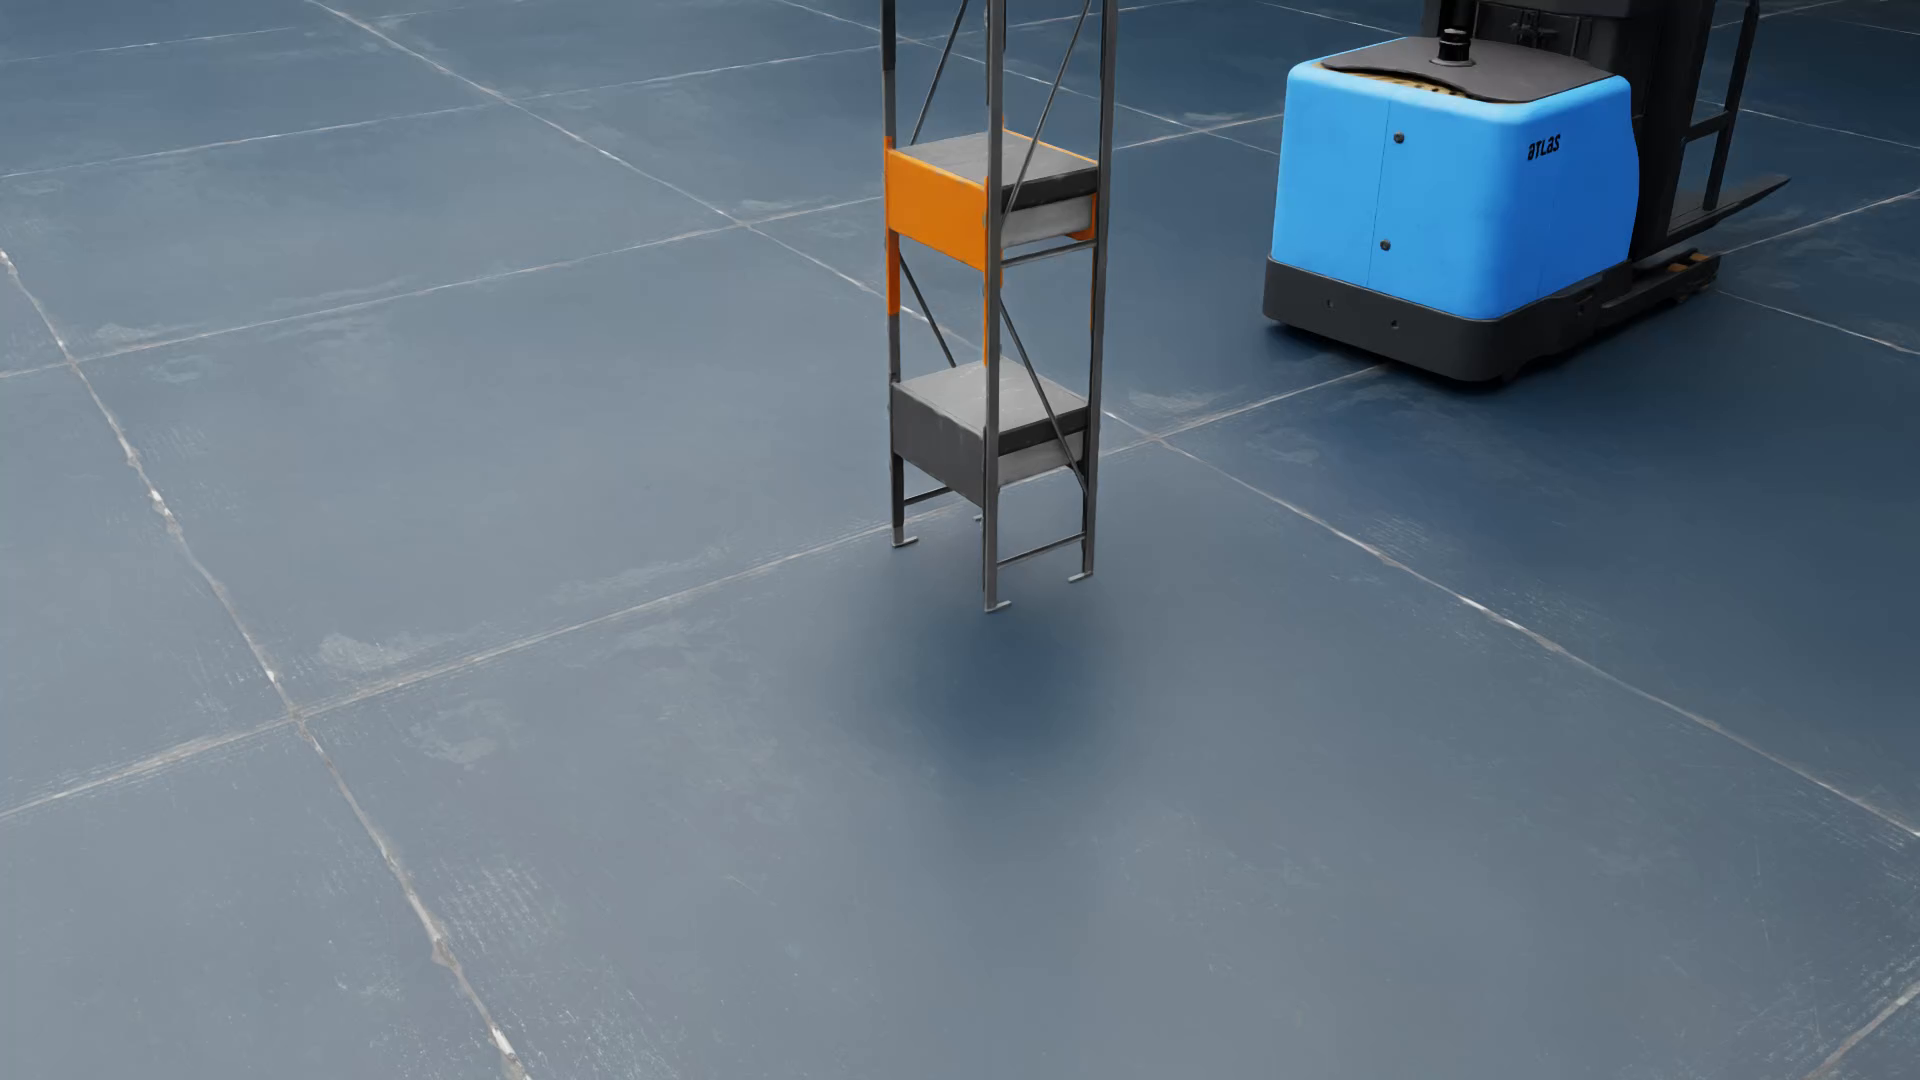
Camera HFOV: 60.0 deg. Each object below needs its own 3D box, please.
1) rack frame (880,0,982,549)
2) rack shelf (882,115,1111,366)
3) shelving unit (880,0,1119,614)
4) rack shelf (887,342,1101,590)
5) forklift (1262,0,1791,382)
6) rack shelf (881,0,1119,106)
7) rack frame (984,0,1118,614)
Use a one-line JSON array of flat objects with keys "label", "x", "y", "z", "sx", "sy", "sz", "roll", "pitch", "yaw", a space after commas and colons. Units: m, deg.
[{"label": "rack frame", "x": -0.046, "y": -0.953, "z": 4.805, "sx": 0.400, "sy": 2.100, "sz": 0.015, "roll": -19, "pitch": 34, "yaw": -31}, {"label": "rack shelf", "x": 0.096, "y": -0.846, "z": 4.637, "sx": 0.431, "sy": 0.518, "sz": 0.480, "roll": -19, "pitch": 34, "yaw": -31}, {"label": "shelving unit", "x": 0.096, "y": -0.858, "z": 4.630, "sx": 0.431, "sy": 2.100, "sz": 0.503, "roll": -19, "pitch": 34, "yaw": -31}, {"label": "rack shelf", "x": 0.096, "y": -0.231, "z": 4.971, "sx": 0.431, "sy": 0.518, "sz": 0.480, "roll": -19, "pitch": 34, "yaw": -31}, {"label": "forklift", "x": 2.662, "y": -2.466, "z": 6.720, "sx": 3.031, "sy": 2.935, "sz": 1.130, "roll": -24, "pitch": 37, "yaw": -37}, {"label": "rack shelf", "x": 0.096, "y": -1.461, "z": 4.303, "sx": 0.431, "sy": 0.518, "sz": 0.480, "roll": -19, "pitch": 34, "yaw": -31}, {"label": "rack frame", "x": 0.238, "y": -0.763, "z": 4.456, "sx": 0.400, "sy": 2.100, "sz": 0.015, "roll": -19, "pitch": 34, "yaw": -31}]
